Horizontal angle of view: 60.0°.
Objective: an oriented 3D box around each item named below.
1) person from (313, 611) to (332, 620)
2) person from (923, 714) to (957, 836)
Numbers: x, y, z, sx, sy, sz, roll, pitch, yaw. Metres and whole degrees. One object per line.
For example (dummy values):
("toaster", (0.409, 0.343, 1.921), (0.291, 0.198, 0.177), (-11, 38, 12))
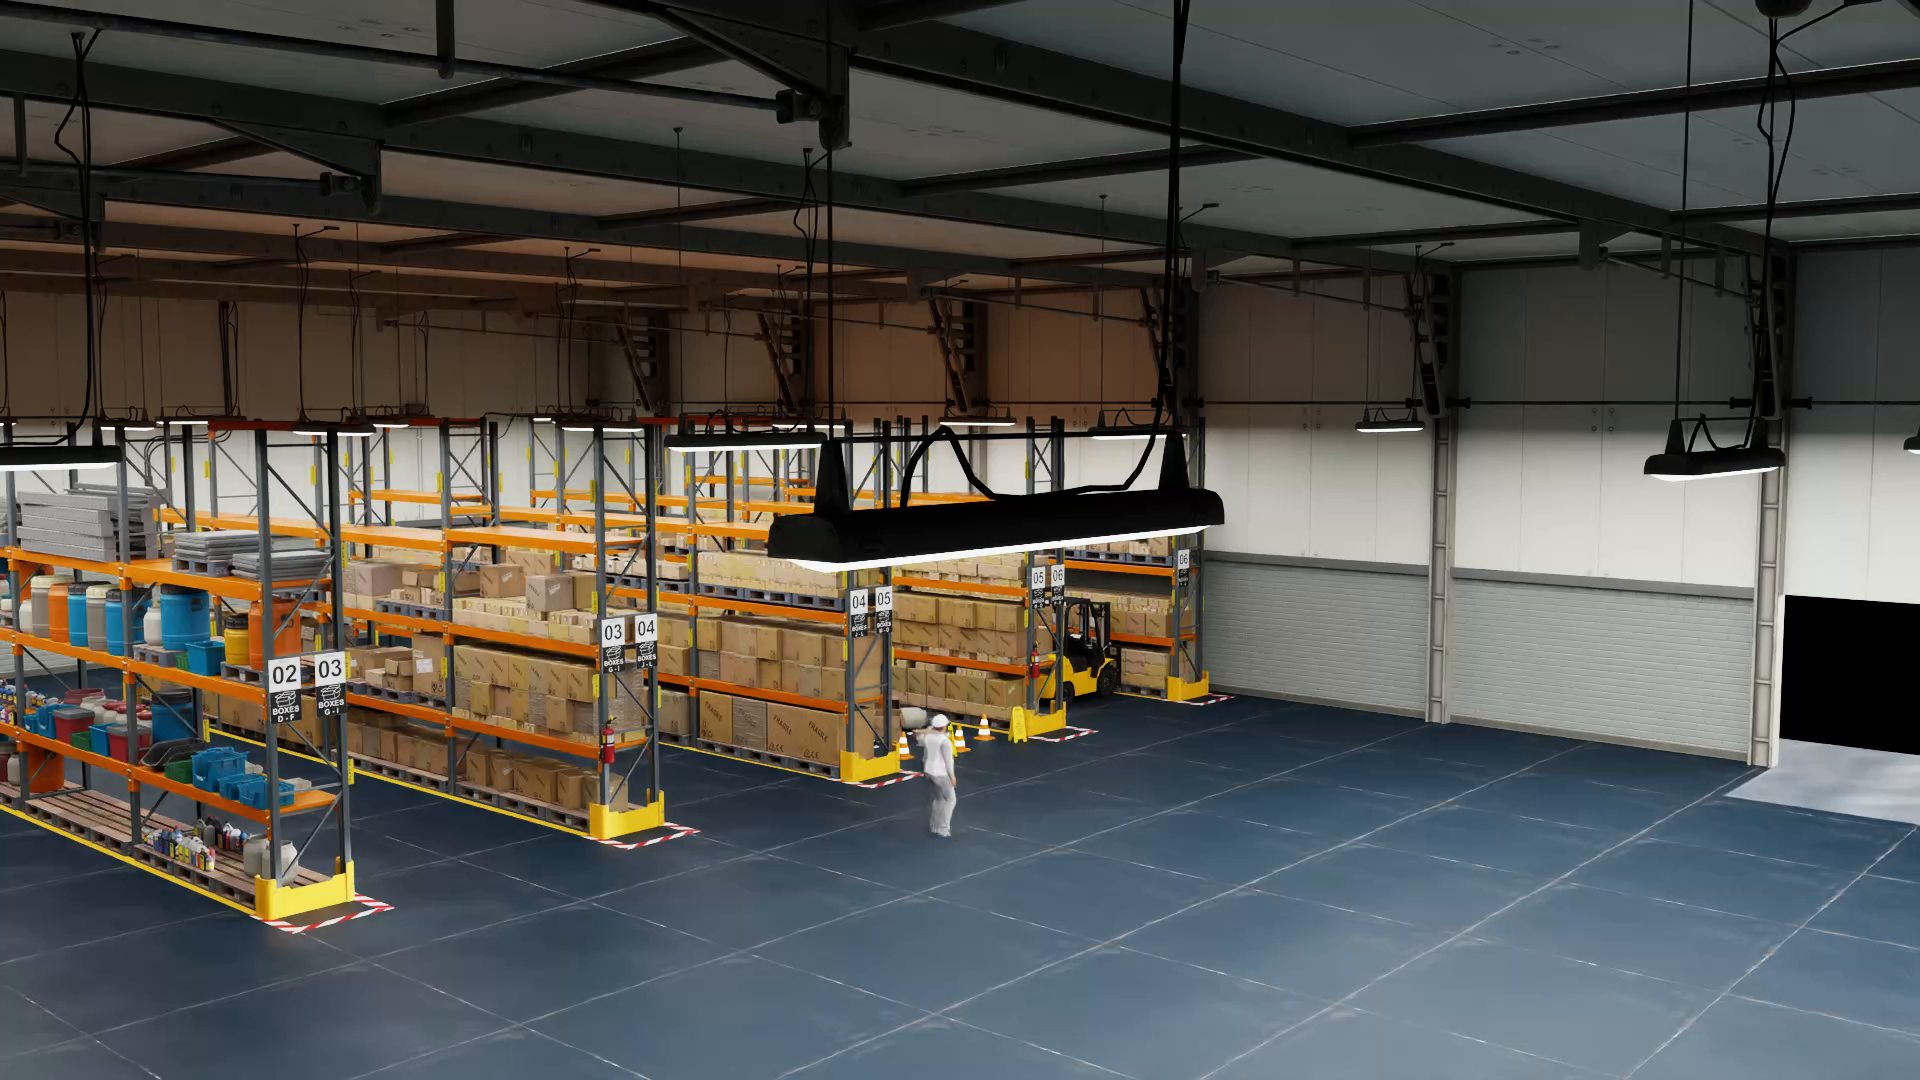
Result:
("person", (-15.454, 2.164, 40.402), (0.505, 1.697, 0.356), (-3, 6, -31))
("person", (-0.297, 3.470, 24.437), (0.394, 1.847, 0.579), (-3, 6, -32))
